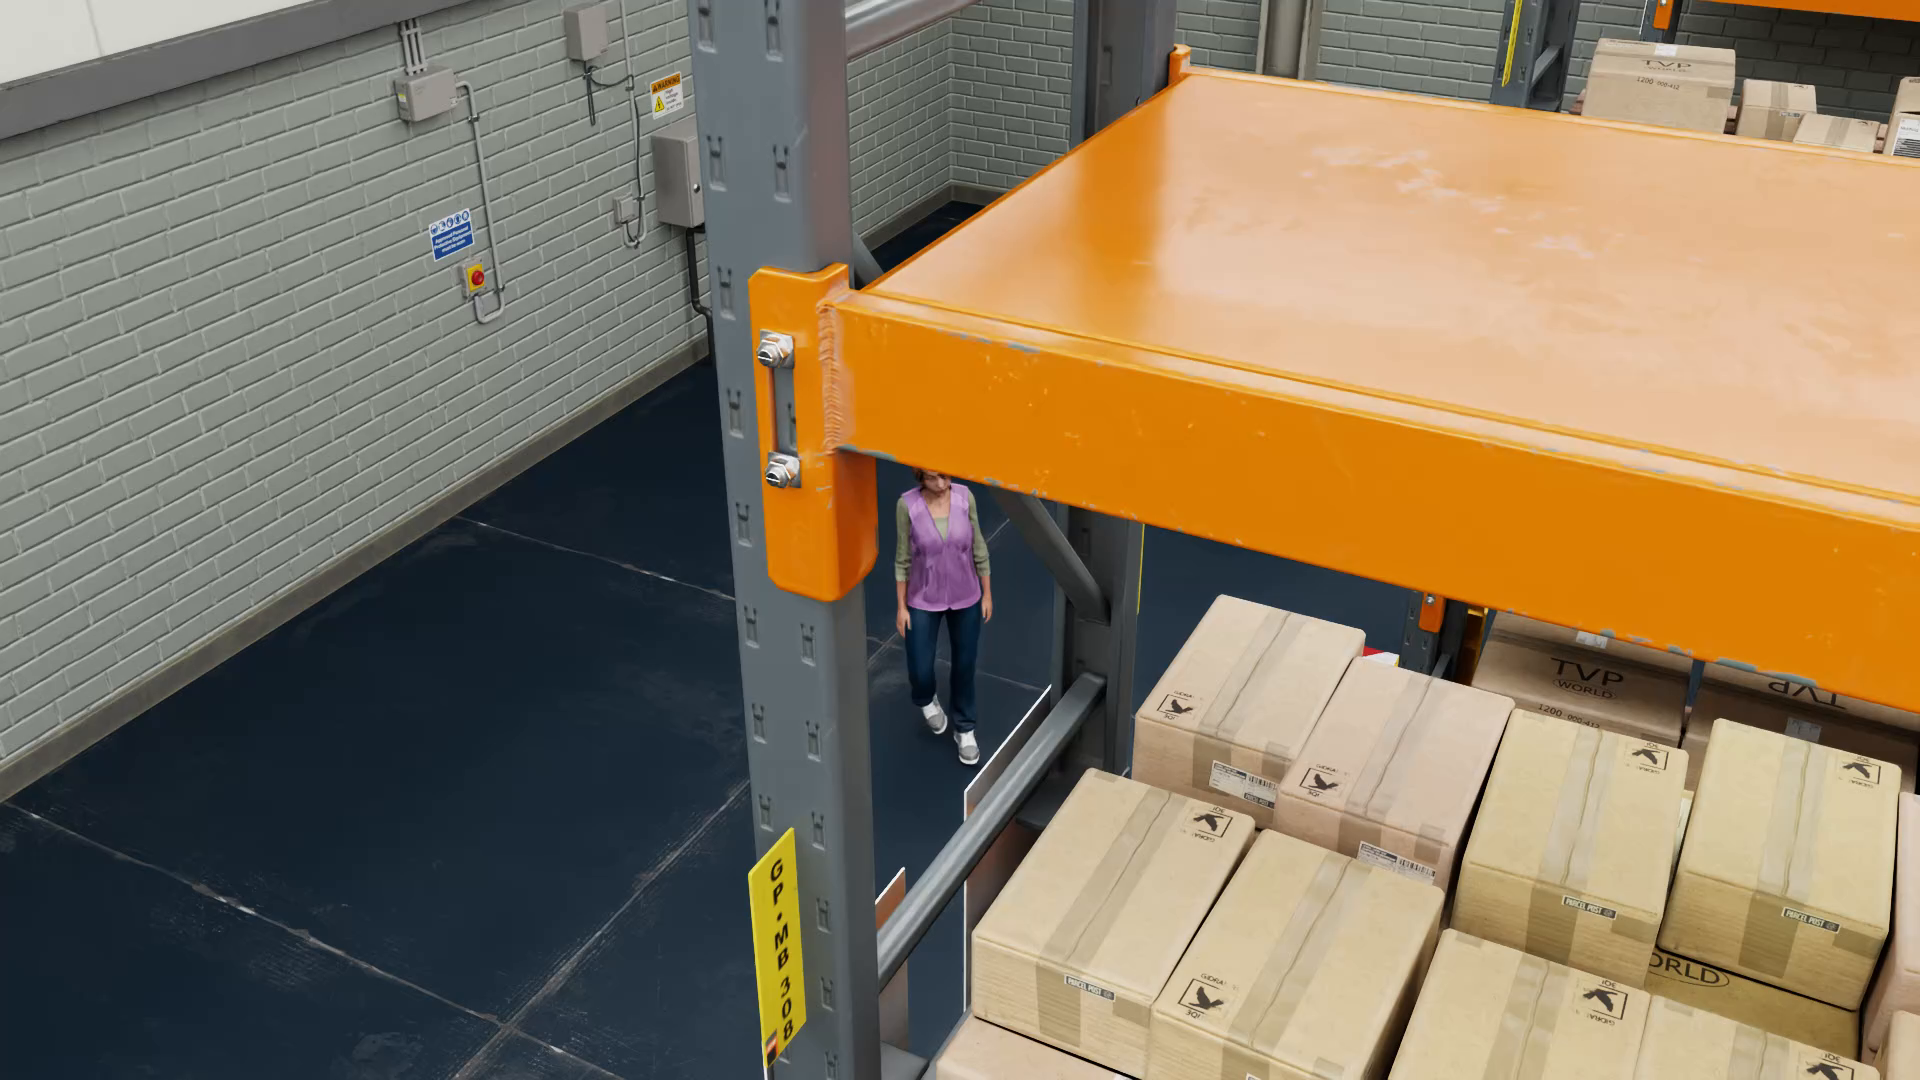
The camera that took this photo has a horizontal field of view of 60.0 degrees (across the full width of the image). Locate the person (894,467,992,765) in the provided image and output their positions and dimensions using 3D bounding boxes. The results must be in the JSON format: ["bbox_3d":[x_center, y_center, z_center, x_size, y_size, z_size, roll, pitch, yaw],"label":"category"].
[{"bbox_3d":[-0.074,0.299,7.637,0.453,1.583,0.445,-8,31,-14],"label":"person"}]
